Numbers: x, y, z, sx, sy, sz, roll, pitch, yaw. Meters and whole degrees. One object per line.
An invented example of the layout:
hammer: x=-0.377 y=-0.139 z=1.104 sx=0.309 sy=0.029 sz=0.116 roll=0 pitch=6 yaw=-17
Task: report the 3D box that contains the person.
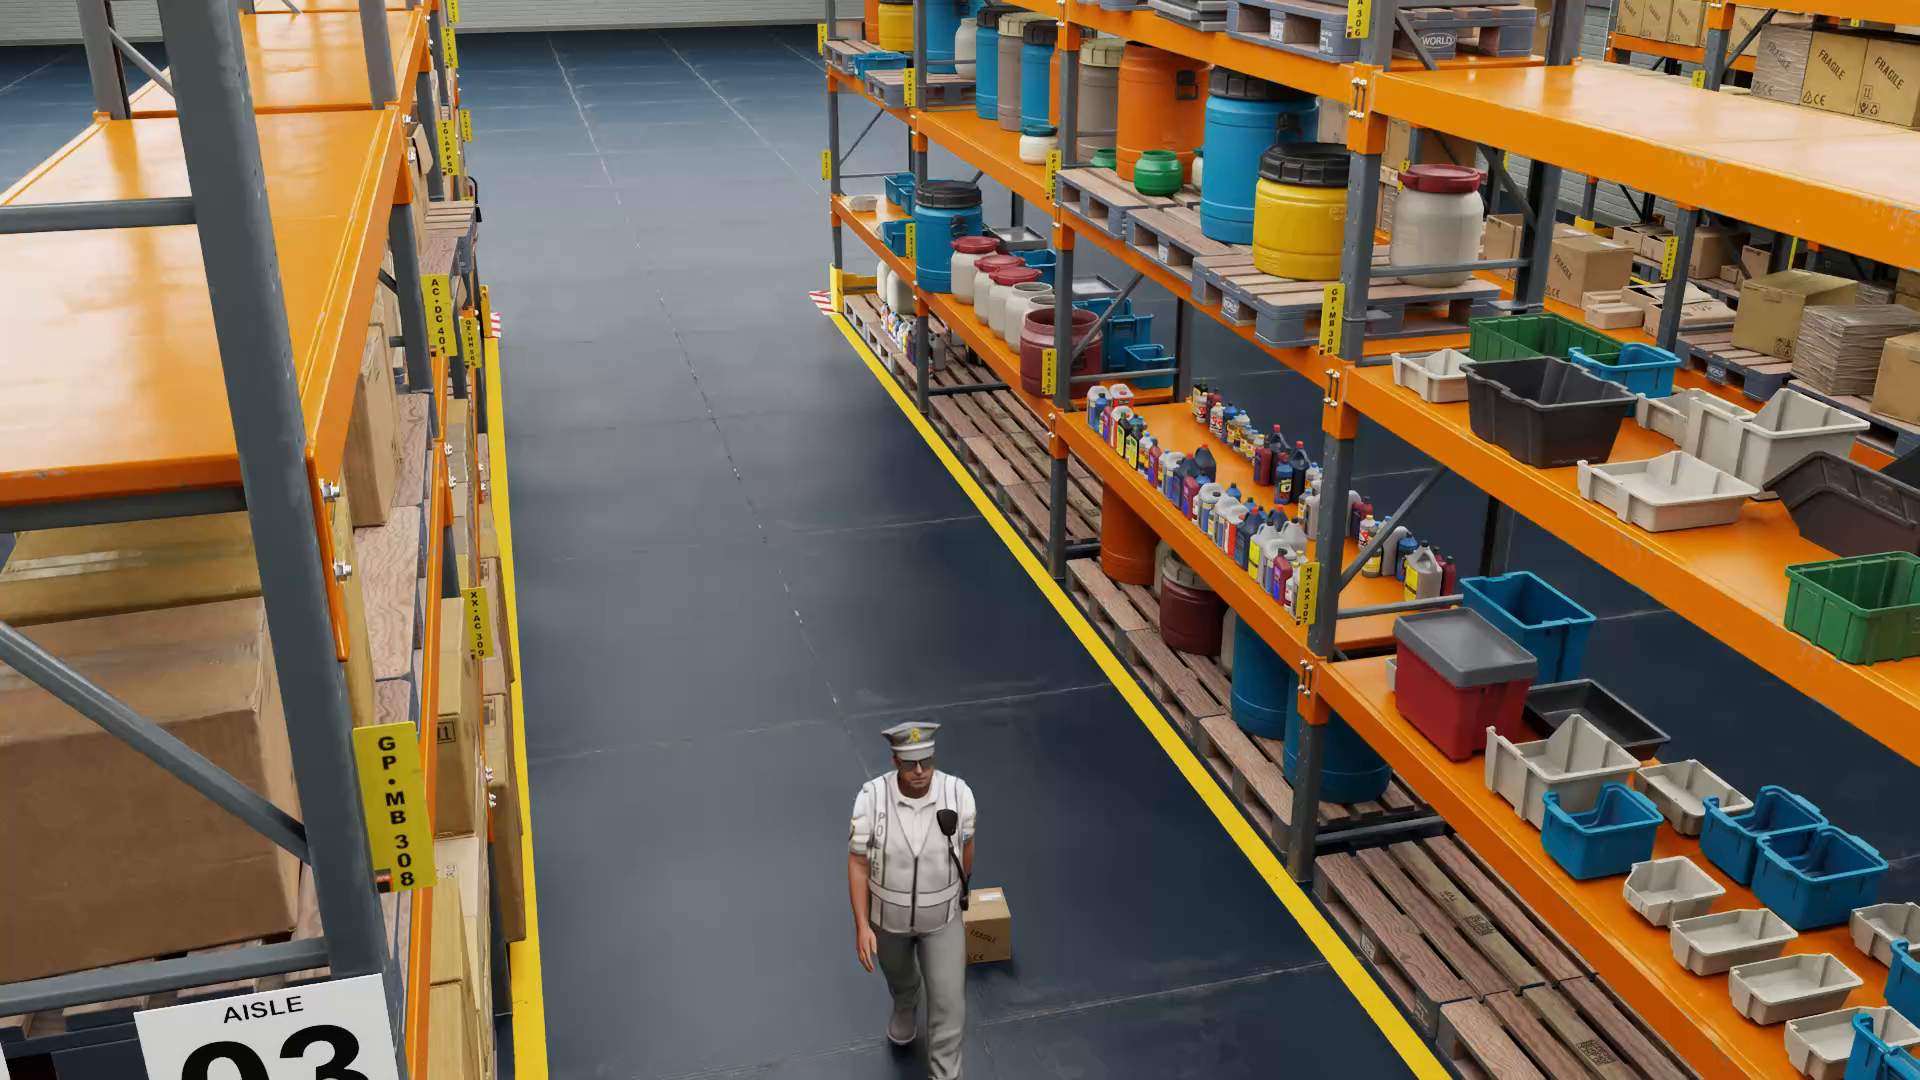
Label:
person: x=-0.195 y=1.549 z=6.905 sx=0.531 sy=1.724 sz=1.007 roll=-1 pitch=23 yaw=-1
